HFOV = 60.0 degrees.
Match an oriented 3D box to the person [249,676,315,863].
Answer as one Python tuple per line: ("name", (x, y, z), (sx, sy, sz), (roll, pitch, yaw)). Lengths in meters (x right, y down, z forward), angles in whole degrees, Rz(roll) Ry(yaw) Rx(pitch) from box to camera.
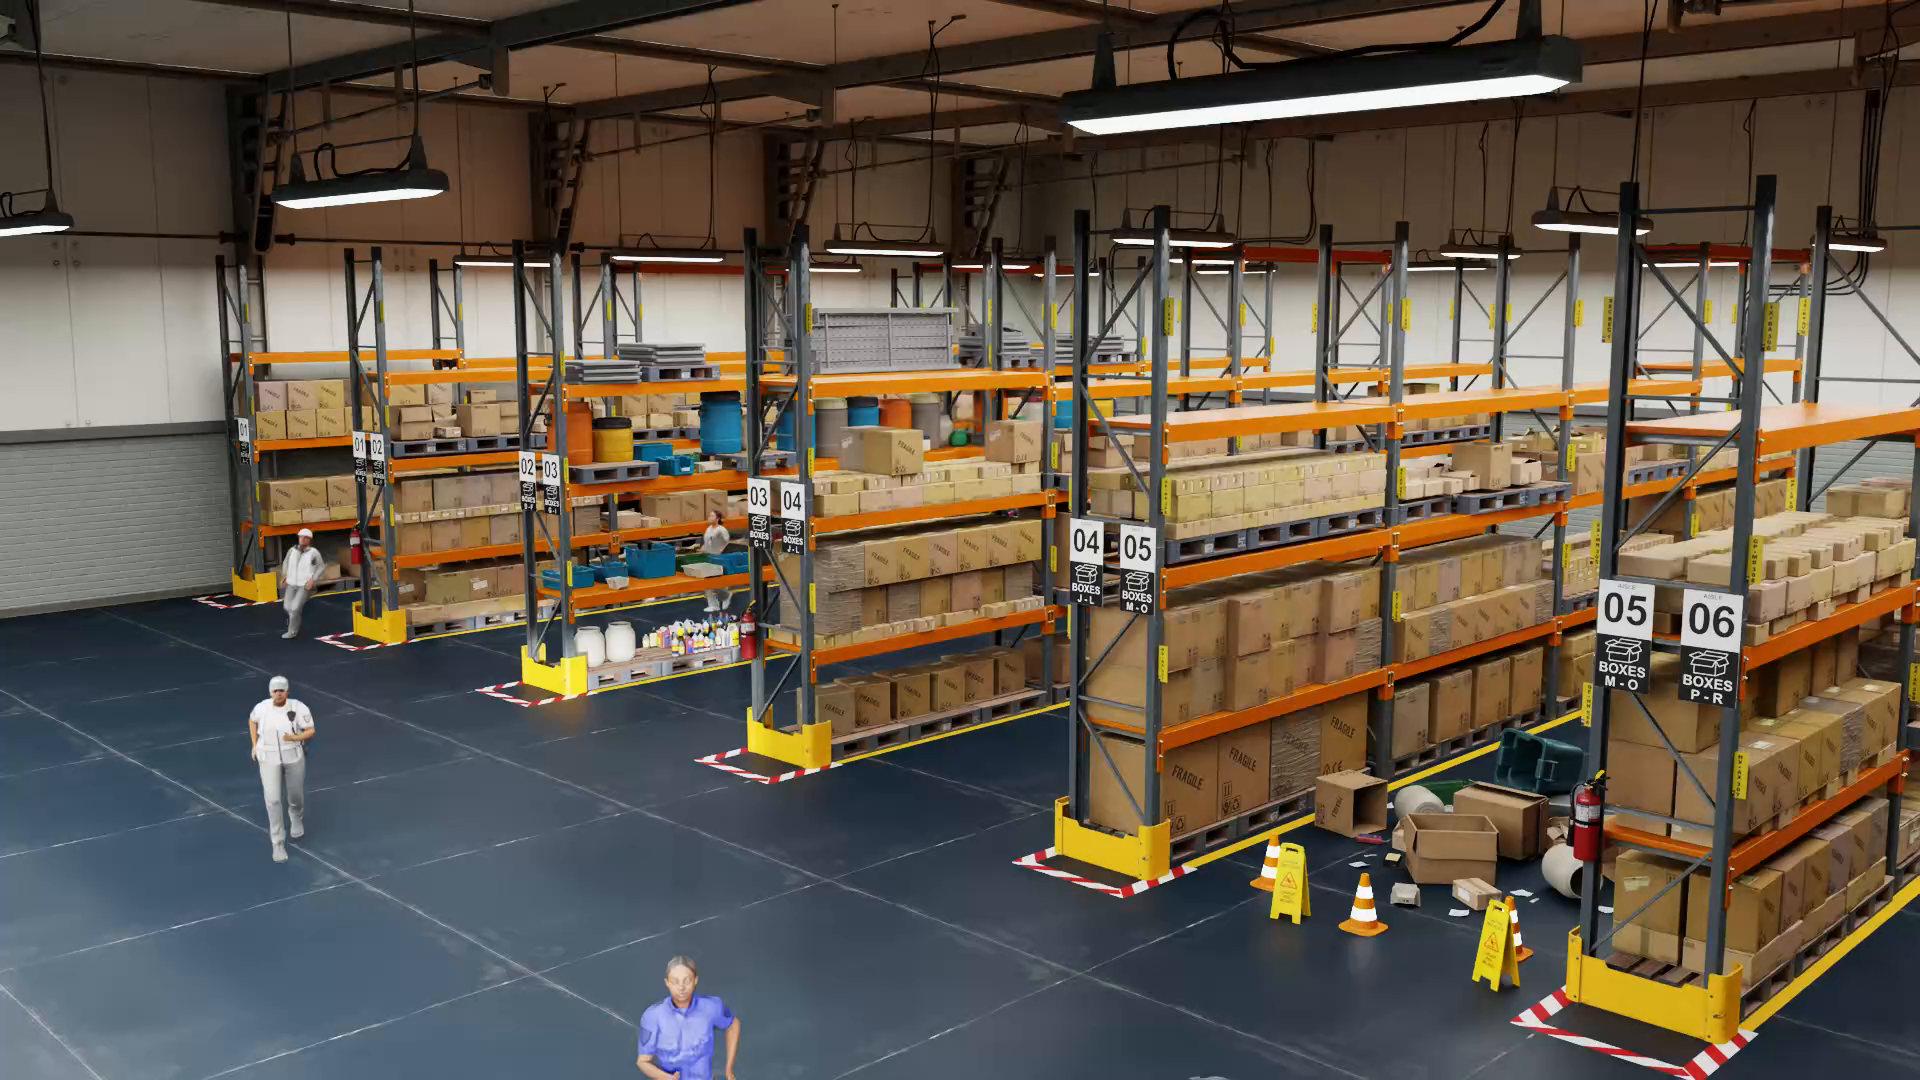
("person", (-6.414, 2.111, 15.782), (0.580, 1.711, 0.855), (-3, 9, -21))

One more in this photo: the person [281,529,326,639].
("person", (-10.225, 0.667, 25.881), (0.690, 1.700, 0.555), (0, 8, 3))

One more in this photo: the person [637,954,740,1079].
("person", (-1.479, 3.083, 9.079), (0.544, 1.664, 0.688), (-1, 8, -5))

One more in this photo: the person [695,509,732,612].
("person", (-3.909, 0.325, 26.446), (0.561, 1.631, 0.541), (7, 11, 42))
